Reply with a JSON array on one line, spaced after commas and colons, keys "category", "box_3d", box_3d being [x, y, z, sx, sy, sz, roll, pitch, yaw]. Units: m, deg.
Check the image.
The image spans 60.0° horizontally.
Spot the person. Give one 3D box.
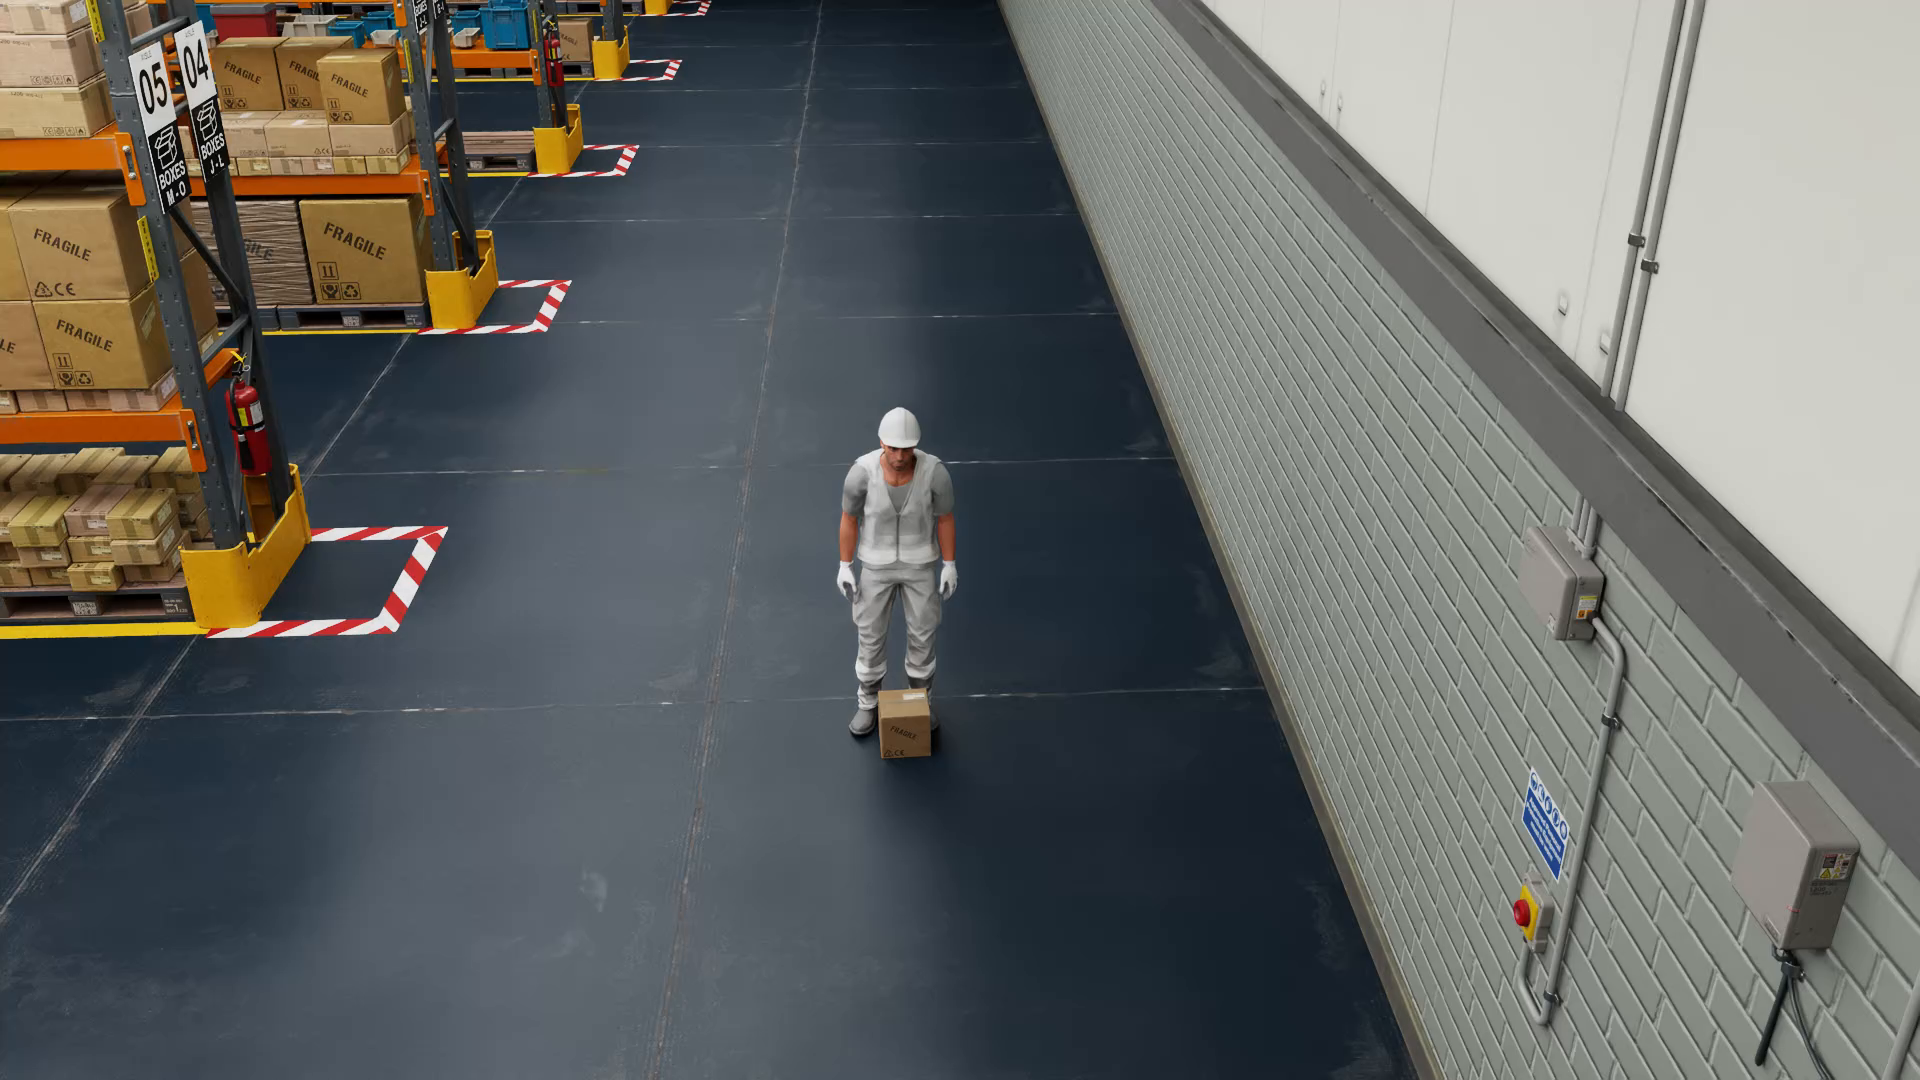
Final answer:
[{"category": "person", "box_3d": [-0.311, 0.150, 8.312, 0.609, 1.779, 0.449, -1, 27, -2]}]
